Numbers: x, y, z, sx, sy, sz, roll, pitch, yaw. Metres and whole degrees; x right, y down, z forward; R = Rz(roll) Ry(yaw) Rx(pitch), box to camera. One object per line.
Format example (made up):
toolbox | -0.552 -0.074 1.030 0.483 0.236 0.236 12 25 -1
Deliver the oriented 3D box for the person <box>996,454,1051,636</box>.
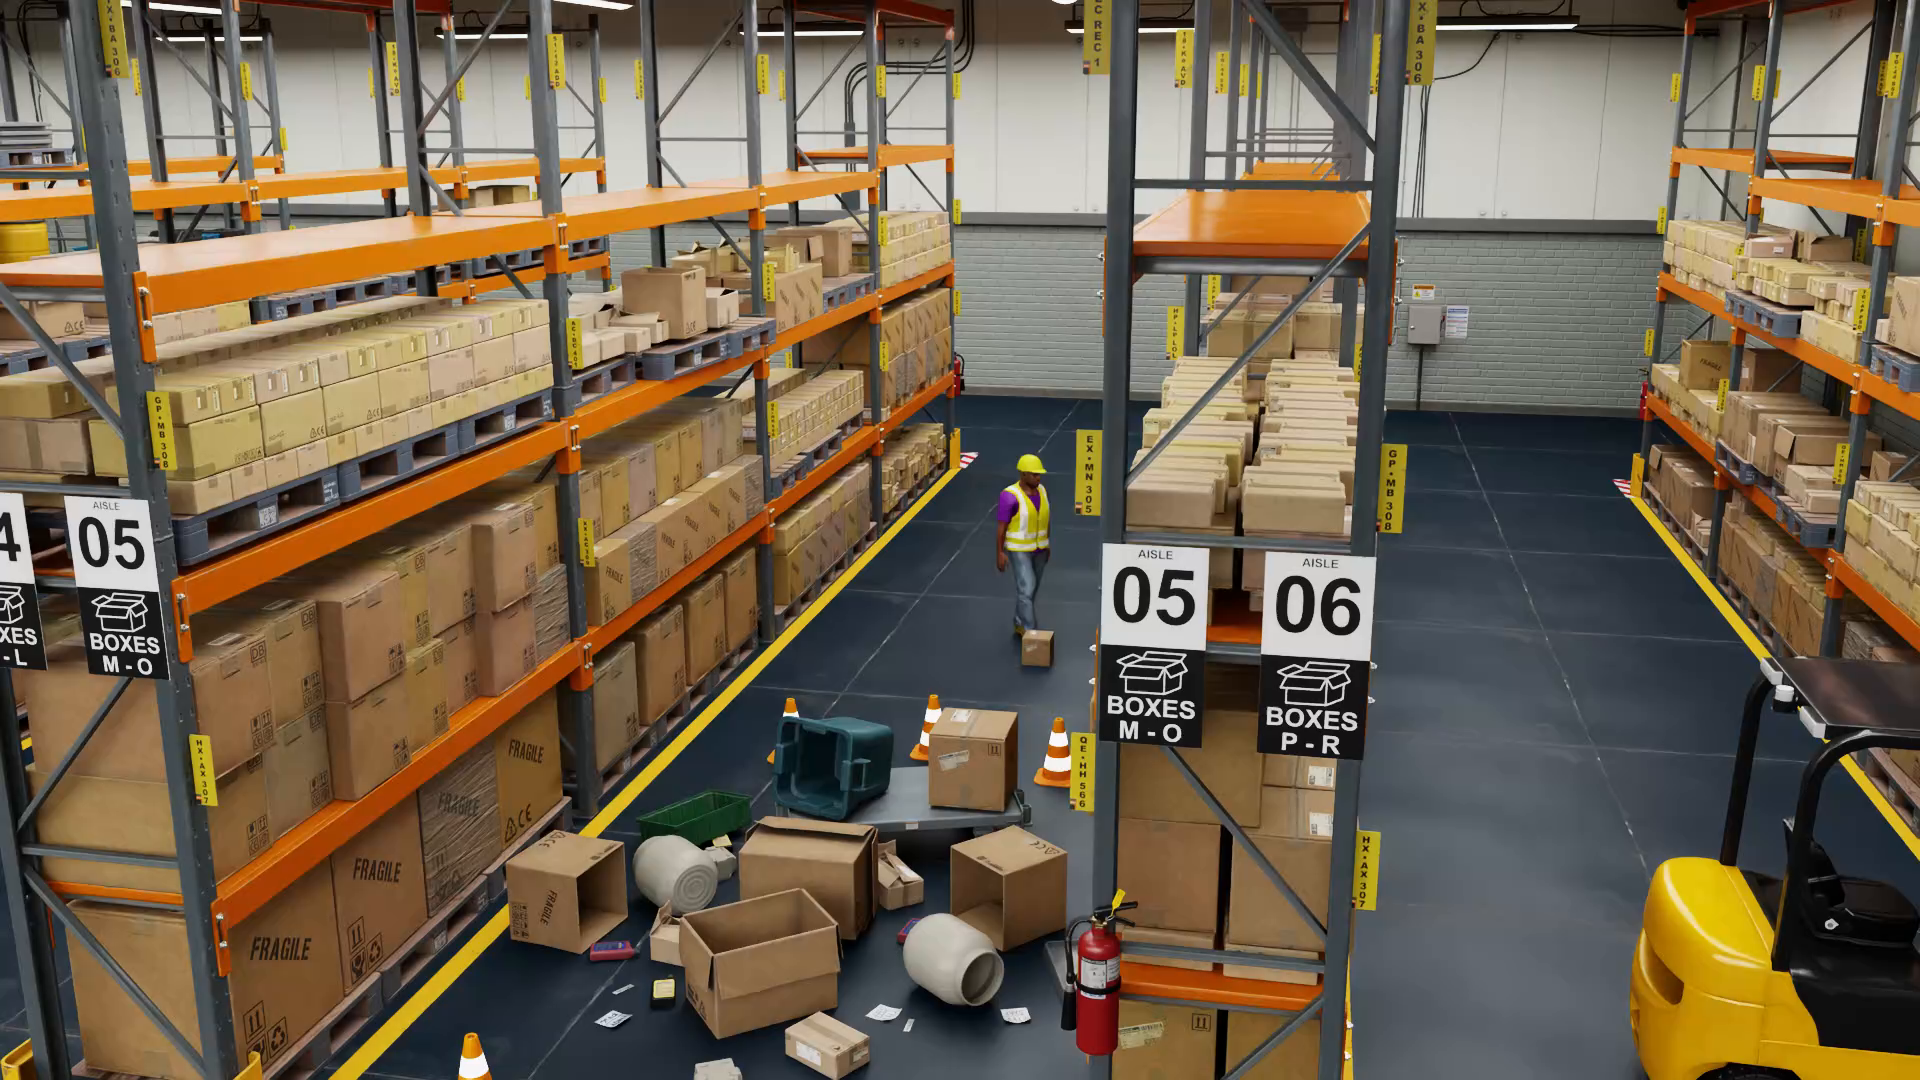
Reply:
person | 0.690 0.103 15.027 0.614 1.746 0.816 -11 18 -36
